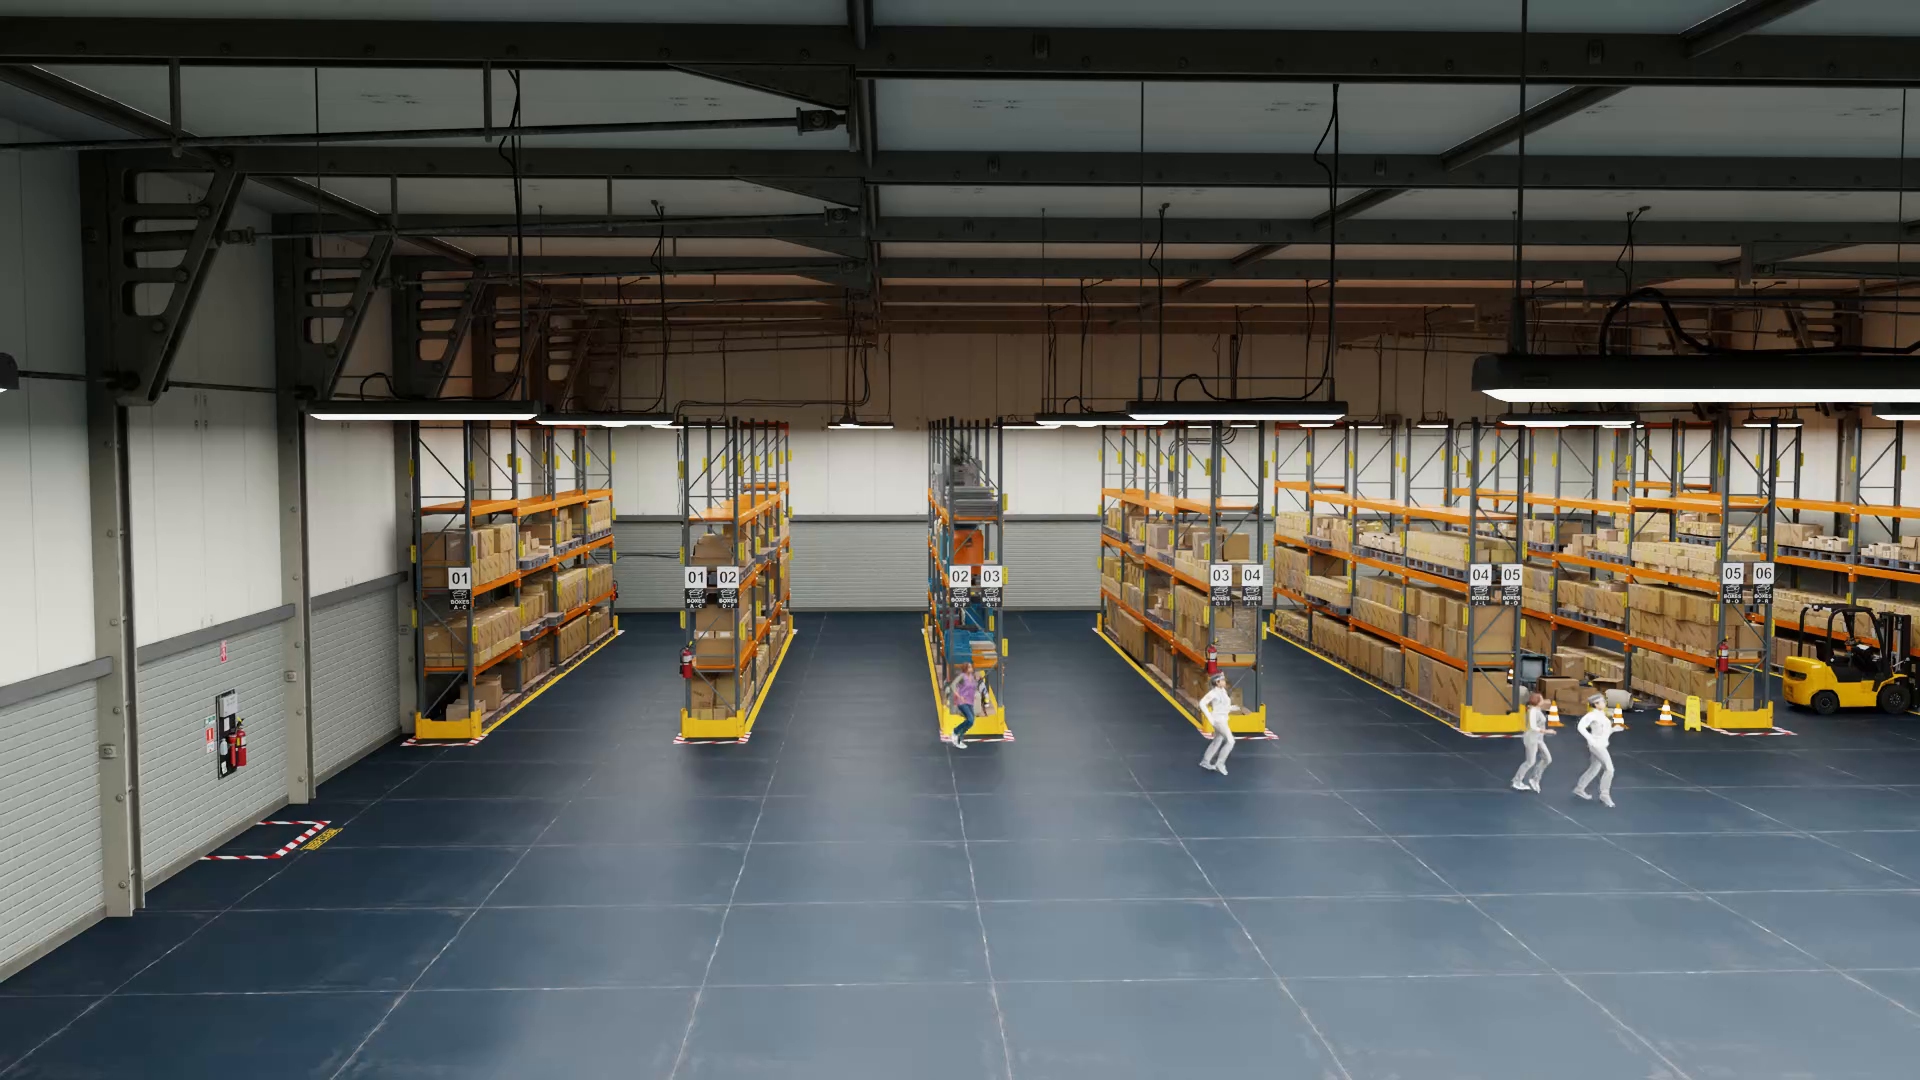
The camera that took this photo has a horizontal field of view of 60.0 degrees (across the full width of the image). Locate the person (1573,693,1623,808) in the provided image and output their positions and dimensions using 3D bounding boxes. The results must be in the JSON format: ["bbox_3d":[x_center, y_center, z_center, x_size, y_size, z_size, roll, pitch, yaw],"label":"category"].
[{"bbox_3d":[9.793,3.211,25.518,0.695,1.752,0.593,2,4,31],"label":"person"}]

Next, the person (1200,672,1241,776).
[{"bbox_3d":[4.347,3.066,27.803,0.708,1.726,0.580,2,4,26],"label":"person"}]

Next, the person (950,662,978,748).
[{"bbox_3d":[0.119,2.979,30.103,0.467,1.554,0.569,3,5,37],"label":"person"}]

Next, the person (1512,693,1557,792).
[{"bbox_3d":[9.117,3.218,26.346,0.673,1.625,0.558,2,4,33],"label":"person"}]
